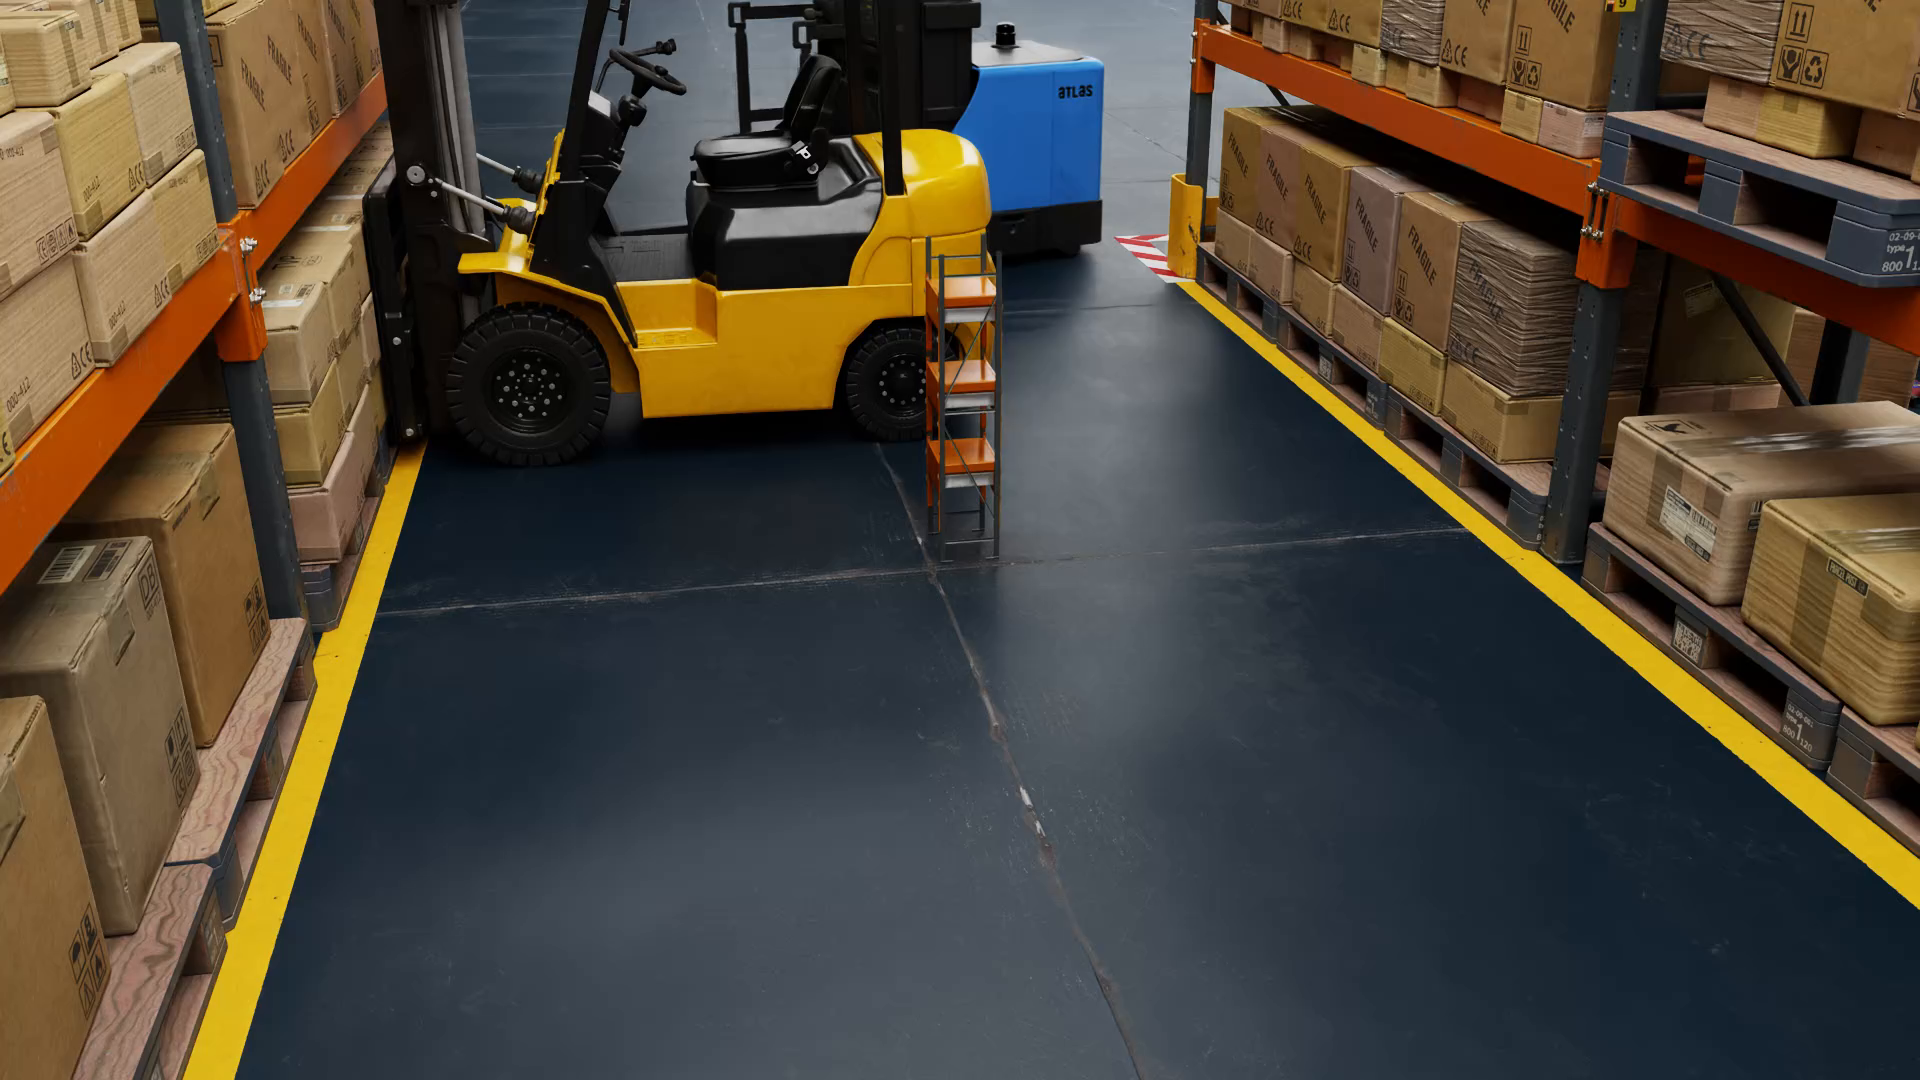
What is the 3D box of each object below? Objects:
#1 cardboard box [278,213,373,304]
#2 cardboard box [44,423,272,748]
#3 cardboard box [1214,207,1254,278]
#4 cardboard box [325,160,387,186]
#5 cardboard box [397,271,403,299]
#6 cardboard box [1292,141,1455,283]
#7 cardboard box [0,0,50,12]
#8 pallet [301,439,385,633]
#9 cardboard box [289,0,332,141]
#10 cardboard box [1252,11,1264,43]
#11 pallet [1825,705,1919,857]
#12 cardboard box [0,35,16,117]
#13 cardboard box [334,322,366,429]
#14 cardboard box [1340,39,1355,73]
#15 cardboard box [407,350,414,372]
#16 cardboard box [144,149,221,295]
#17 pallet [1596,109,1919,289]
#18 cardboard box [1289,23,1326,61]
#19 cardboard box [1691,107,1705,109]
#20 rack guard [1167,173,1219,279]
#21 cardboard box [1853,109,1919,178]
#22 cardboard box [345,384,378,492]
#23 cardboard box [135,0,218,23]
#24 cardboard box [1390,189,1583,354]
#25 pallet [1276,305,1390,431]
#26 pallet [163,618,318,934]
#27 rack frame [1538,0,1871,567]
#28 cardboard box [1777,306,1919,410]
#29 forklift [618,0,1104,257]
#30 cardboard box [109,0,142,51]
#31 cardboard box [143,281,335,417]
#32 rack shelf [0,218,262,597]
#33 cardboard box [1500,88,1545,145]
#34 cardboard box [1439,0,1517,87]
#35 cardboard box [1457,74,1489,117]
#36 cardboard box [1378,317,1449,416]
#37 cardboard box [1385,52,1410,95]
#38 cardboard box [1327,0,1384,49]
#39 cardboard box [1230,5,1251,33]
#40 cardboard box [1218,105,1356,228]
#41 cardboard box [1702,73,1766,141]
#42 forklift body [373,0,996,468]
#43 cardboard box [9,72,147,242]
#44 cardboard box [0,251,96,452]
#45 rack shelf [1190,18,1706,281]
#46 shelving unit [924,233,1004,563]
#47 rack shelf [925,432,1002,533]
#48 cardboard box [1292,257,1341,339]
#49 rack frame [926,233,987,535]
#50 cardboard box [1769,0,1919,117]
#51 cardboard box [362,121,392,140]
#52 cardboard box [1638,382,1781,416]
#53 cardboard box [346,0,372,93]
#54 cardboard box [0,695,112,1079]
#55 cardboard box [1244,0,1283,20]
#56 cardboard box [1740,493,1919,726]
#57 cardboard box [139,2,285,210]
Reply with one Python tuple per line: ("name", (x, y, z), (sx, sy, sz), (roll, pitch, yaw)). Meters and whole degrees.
("cardboard box", (-2.377, -0.977, 5.901), (0.500, 0.250, 0.500), (-3, 24, -8))
("cardboard box", (-2.300, 0.124, 4.161), (0.875, 0.625, 0.625), (-3, 24, -7))
("cardboard box", (1.607, -1.513, 8.377), (0.500, 0.250, 0.500), (-5, 24, -10))
("cardboard box", (-2.552, -1.384, 6.832), (0.500, 0.250, 0.500), (-4, 24, -9))
("cardboard box", (-2.463, -0.946, 6.454), (0.500, 0.250, 0.500), (-4, 24, -10))
("cardboard box", (1.798, -1.444, 7.282), (0.500, 0.500, 0.500), (-4, 24, -9))
("cardboard box", (-2.067, -1.001, 3.359), (0.380, 0.149, 0.250), (-4, 24, -10))
("pallet", (-2.514, -0.014, 5.519), (1.003, 0.211, 1.213), (-4, 24, -10))
("cardboard box", (-2.441, -1.619, 5.583), (0.500, 0.500, 0.500), (-5, 24, -10))
("cardboard box", (1.619, -2.446, 7.916), (0.380, 0.149, 0.250), (-5, 24, -11))
("pallet", (2.844, 0.720, 3.838), (1.003, 0.211, 1.213), (-4, 24, -10))
("cardboard box", (-1.902, -0.800, 2.898), (0.380, 0.149, 0.250), (-5, 24, -11))
("cardboard box", (-2.289, -0.549, 5.545), (0.500, 0.250, 0.500), (-4, 24, -10))
("cardboard box", (1.829, -2.038, 6.982), (0.380, 0.149, 0.250), (-5, 24, -11))
("cardboard box", (-2.466, -0.724, 6.571), (0.500, 0.250, 0.500), (-4, 24, -8))
("cardboard box", (-2.058, -0.729, 3.858), (0.500, 0.250, 0.500), (-4, 24, -9))
("pallet", (2.468, -0.946, 4.407), (1.003, 0.211, 1.213), (-4, 24, -10))
("cardboard box", (1.702, -2.243, 7.452), (0.380, 0.149, 0.250), (-4, 24, -8))
("cardboard box", (2.629, -1.473, 5.689), (0.380, 0.149, 0.250), (-4, 24, -8))
("rack guard", (1.744, -1.743, 9.116), (1.175, 0.500, 0.348), (-4, 24, -10))
("cardboard box", (2.426, -0.977, 4.028), (0.380, 0.149, 0.250), (-3, 24, -6))
("cardboard box", (-2.281, -0.322, 5.650), (0.500, 0.250, 0.500), (-5, 24, -11))
("cardboard box", (-2.208, -1.464, 4.419), (0.380, 0.149, 0.250), (-5, 24, -11))
("cardboard box", (2.001, -1.034, 6.343), (0.500, 0.500, 0.500), (-4, 24, -9))
("pallet", (2.082, -0.810, 7.340), (1.003, 0.211, 1.213), (-4, 24, -10))
("pallet", (-2.233, 0.589, 4.138), (1.003, 0.211, 1.213), (-4, 24, -10))
("rack frame", (2.470, -1.345, 5.082), (1.000, 3.000, 0.127), (-4, 24, -10))
("cardboard box", (3.609, -0.723, 6.777), (0.500, 0.500, 0.500), (13, 27, 27))
("forklift", (-0.749, -2.895, 8.717), (3.031, 2.935, 1.130), (-11, 26, -24))
("cardboard box", (-2.126, -1.201, 3.817), (0.380, 0.149, 0.250), (-3, 24, -8))
("cardboard box", (-2.189, -0.580, 4.992), (0.500, 0.250, 0.500), (-5, 24, -11))
("rack shelf", (-2.038, 0.140, 2.580), (1.077, 0.370, 4.000), (-4, 24, -10))
("cardboard box", (2.058, -1.431, 5.593), (0.380, 0.149, 0.250), (-4, 24, -9))
("cardboard box", (2.041, -1.885, 5.823), (0.500, 0.500, 0.500), (-4, 24, -8))
("cardboard box", (2.054, -1.639, 6.068), (0.380, 0.149, 0.250), (-5, 24, -10))
("cardboard box", (1.988, -0.699, 6.513), (0.500, 0.250, 0.500), (-5, 24, -11))
("cardboard box", (1.902, -1.836, 6.520), (0.380, 0.149, 0.250), (-5, 24, -11))
("cardboard box", (1.841, -2.290, 6.750), (0.500, 0.500, 0.500), (-5, 24, -11))
("cardboard box", (1.589, -2.654, 8.393), (0.380, 0.149, 0.250), (-4, 24, -10))
("cardboard box", (1.612, -1.847, 8.206), (0.500, 0.500, 0.500), (-5, 24, -12))
("cardboard box", (2.261, -1.182, 4.497), (0.380, 0.149, 0.250), (-4, 24, -9))
("forklift body", (-1.004, -1.550, 6.611), (2.313, 2.155, 1.214), (-4, 24, -10))
("cardboard box", (-1.964, -0.760, 3.306), (0.500, 0.250, 0.500), (-5, 24, -11))
("cardboard box", (-1.897, -0.334, 2.954), (0.500, 0.250, 0.500), (-4, 24, -9))
("rack shelf", (2.100, -1.802, 7.027), (1.077, 0.370, 4.000), (-4, 24, -10))
("shelving unit", (0.010, -0.460, 5.492), (0.215, 1.050, 0.252), (-4, 24, -10))
("rack shelf", (0.010, -0.196, 5.607), (0.215, 0.259, 0.240), (-4, 24, -10))
("cardboard box", (1.808, -1.098, 7.427), (0.500, 0.250, 0.500), (-3, 24, -6))
("rack frame", (-0.013, -0.508, 5.602), (0.200, 1.050, 0.008), (-4, 24, -10))
("cardboard box", (2.368, -1.317, 3.996), (0.500, 0.500, 0.500), (-4, 24, -10))
("cardboard box", (-2.756, -1.782, 7.744), (0.500, 0.250, 0.500), (-4, 24, -8))
("cardboard box", (2.626, -0.529, 6.125), (0.500, 0.250, 0.500), (-5, 24, -12))
("cardboard box", (-2.616, -2.015, 6.491), (0.500, 0.500, 0.500), (-5, 24, -11))
("cardboard box", (-2.023, 0.725, 2.784), (0.875, 0.625, 0.625), (-5, 24, -12))
("cardboard box", (1.644, -2.690, 7.665), (0.500, 0.500, 0.500), (-4, 24, -8))
("cardboard box", (2.705, 0.155, 4.405), (0.950, 0.372, 0.625), (-3, 24, -6))
("cardboard box", (-2.233, -1.216, 4.661), (0.500, 0.500, 0.500), (-5, 24, -11))
